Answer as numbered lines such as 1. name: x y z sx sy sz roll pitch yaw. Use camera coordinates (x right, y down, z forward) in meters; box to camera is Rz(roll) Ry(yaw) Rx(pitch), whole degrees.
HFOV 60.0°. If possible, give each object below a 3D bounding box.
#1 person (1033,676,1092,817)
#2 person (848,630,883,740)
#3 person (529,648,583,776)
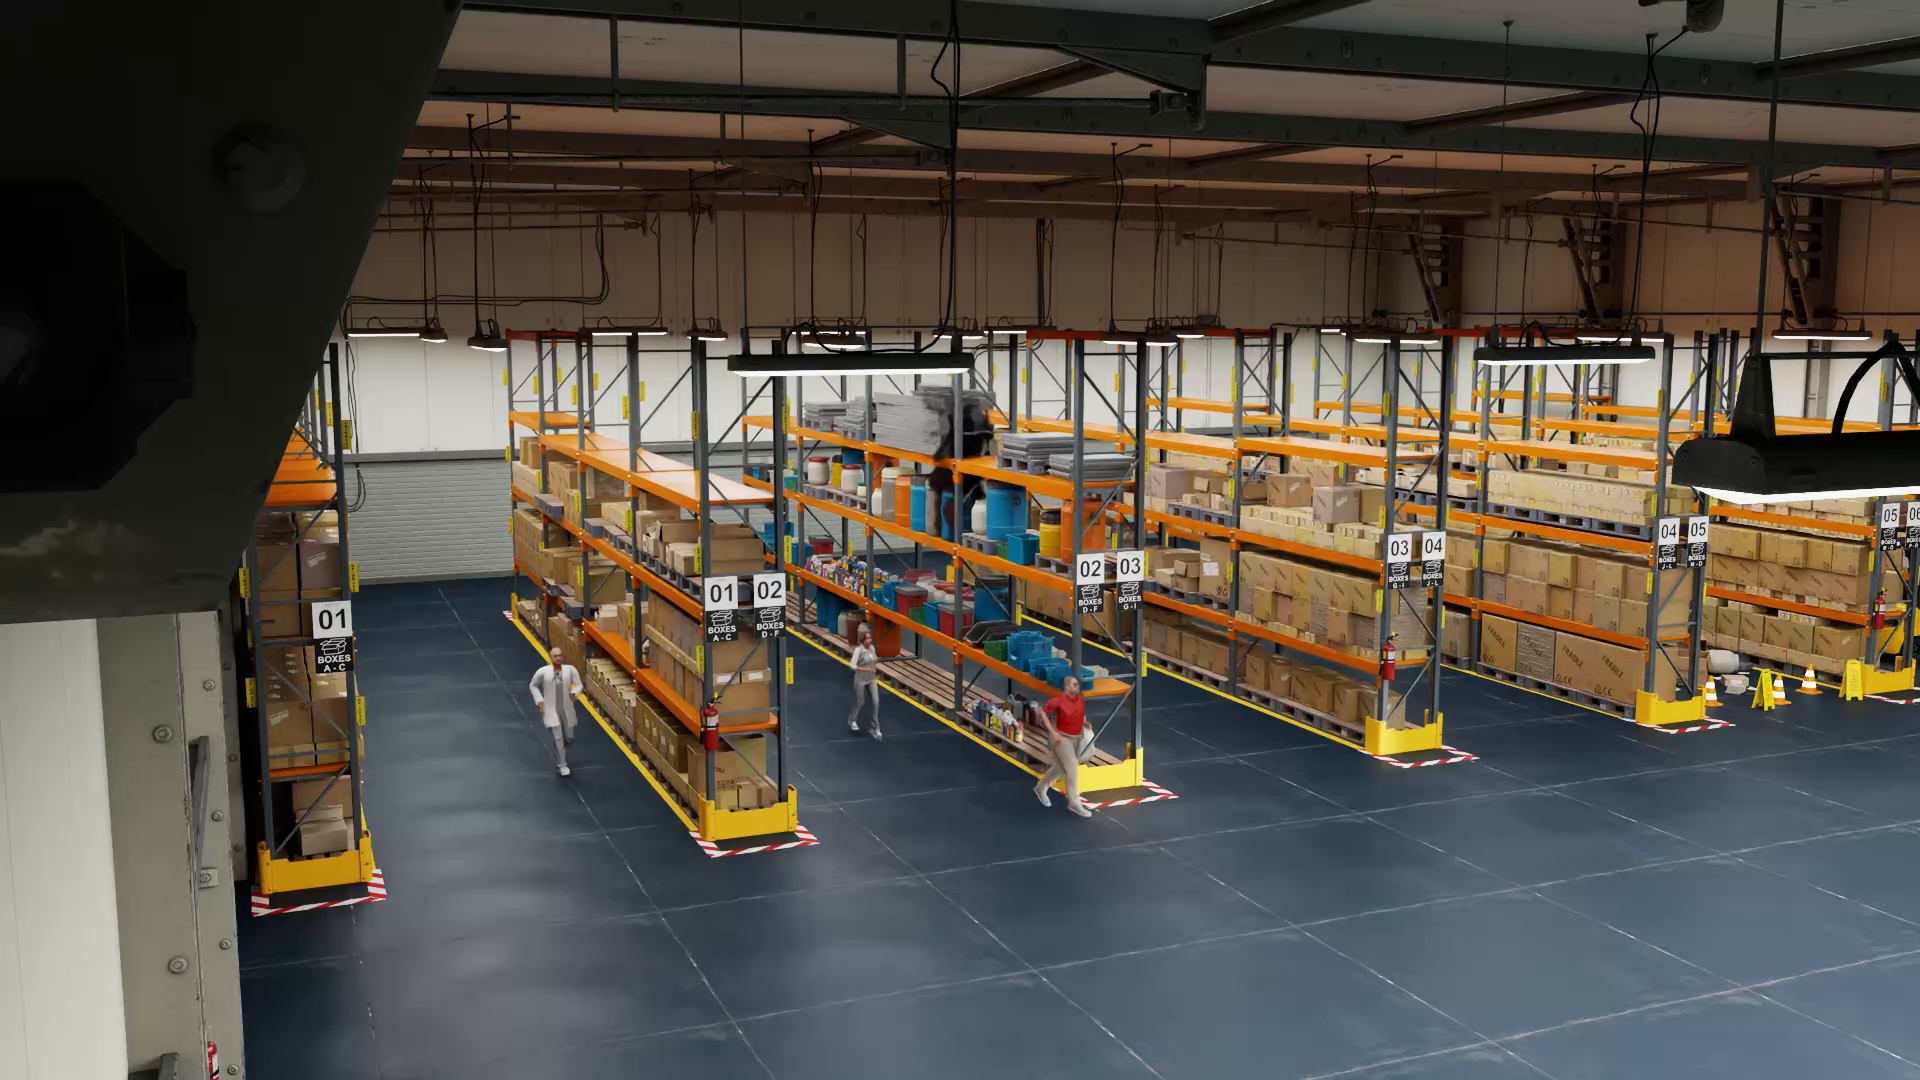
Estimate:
1. person: 1.356 2.577 21.220 0.913 1.732 0.645 5 9 33
2. person: -1.452 2.155 24.966 0.528 1.635 0.746 -6 10 -36
3. person: -5.571 2.343 23.011 0.709 1.742 0.798 -4 9 -24
